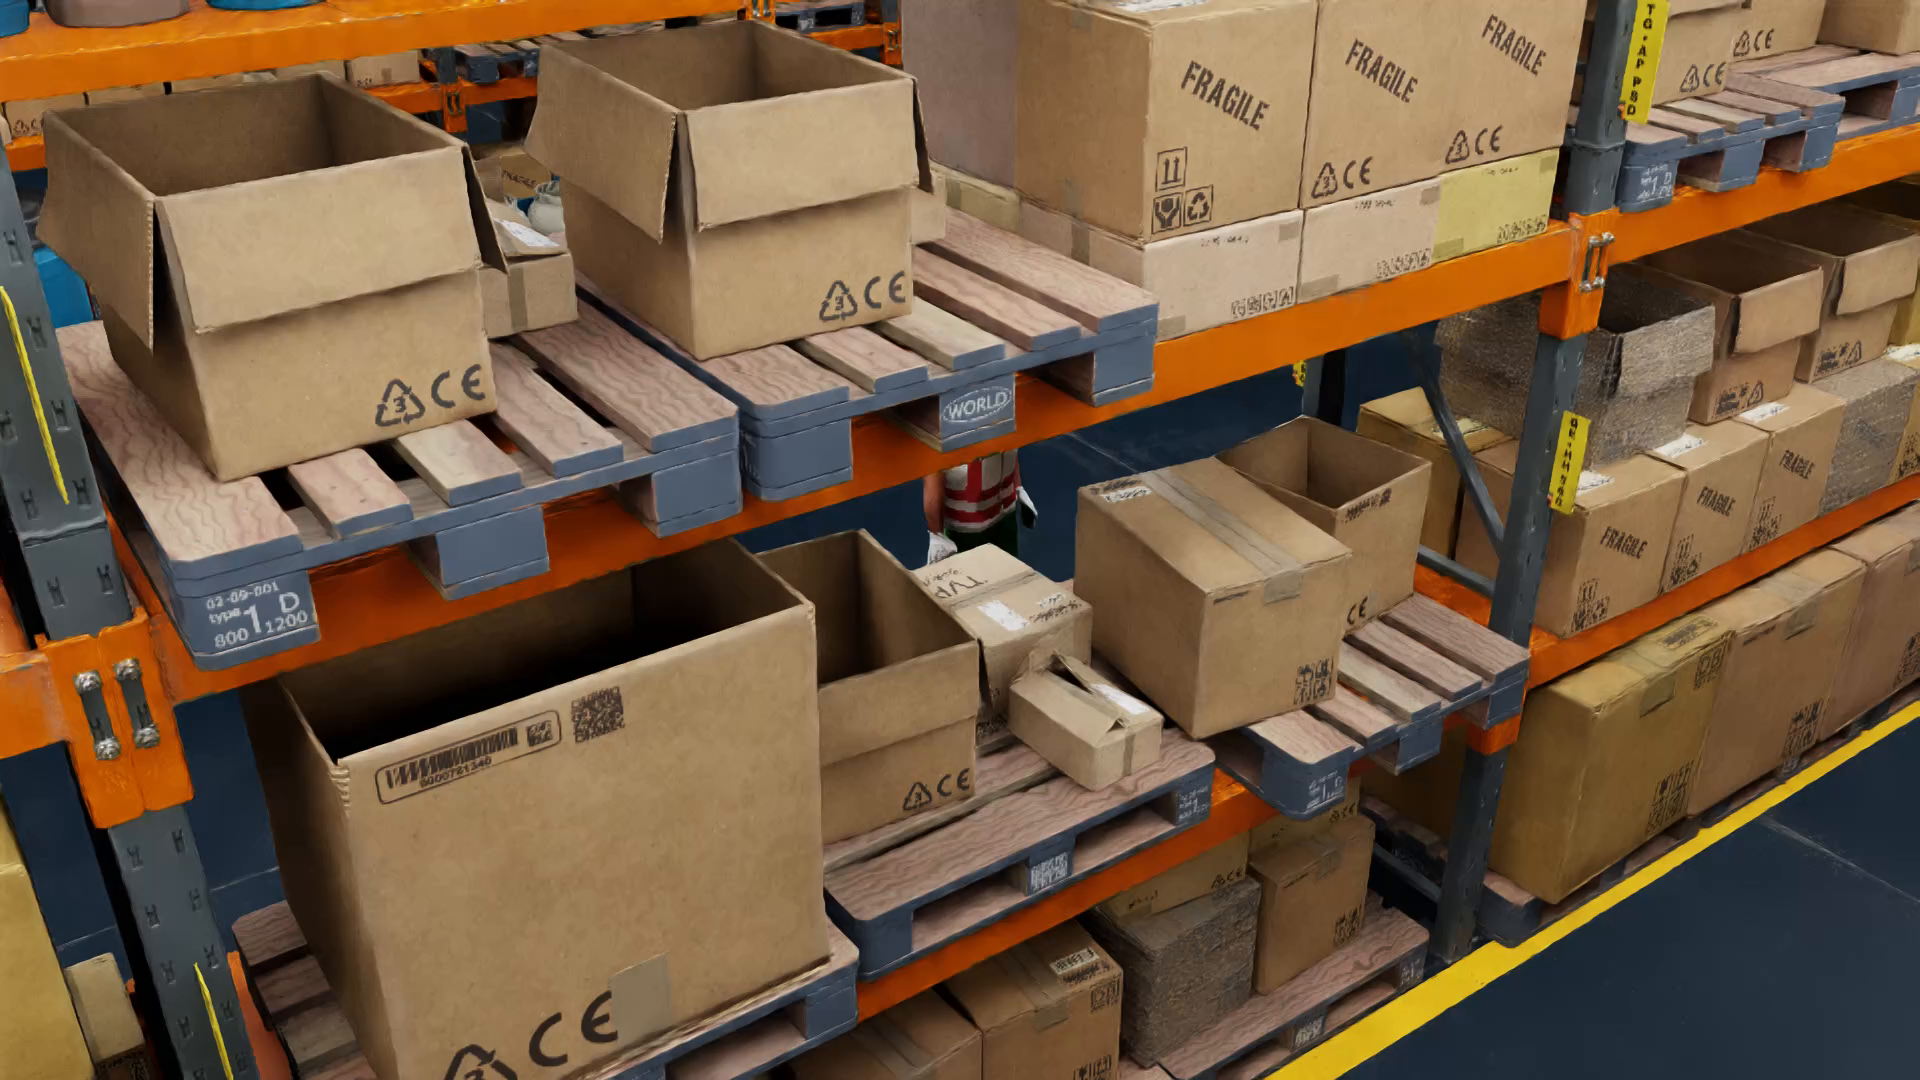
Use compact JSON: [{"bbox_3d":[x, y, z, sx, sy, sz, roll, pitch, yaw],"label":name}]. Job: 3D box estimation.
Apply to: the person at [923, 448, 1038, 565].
[{"bbox_3d":[0.108,-0.081,7.181,0.465,1.794,0.620,21,35,33],"label":"person"}]
